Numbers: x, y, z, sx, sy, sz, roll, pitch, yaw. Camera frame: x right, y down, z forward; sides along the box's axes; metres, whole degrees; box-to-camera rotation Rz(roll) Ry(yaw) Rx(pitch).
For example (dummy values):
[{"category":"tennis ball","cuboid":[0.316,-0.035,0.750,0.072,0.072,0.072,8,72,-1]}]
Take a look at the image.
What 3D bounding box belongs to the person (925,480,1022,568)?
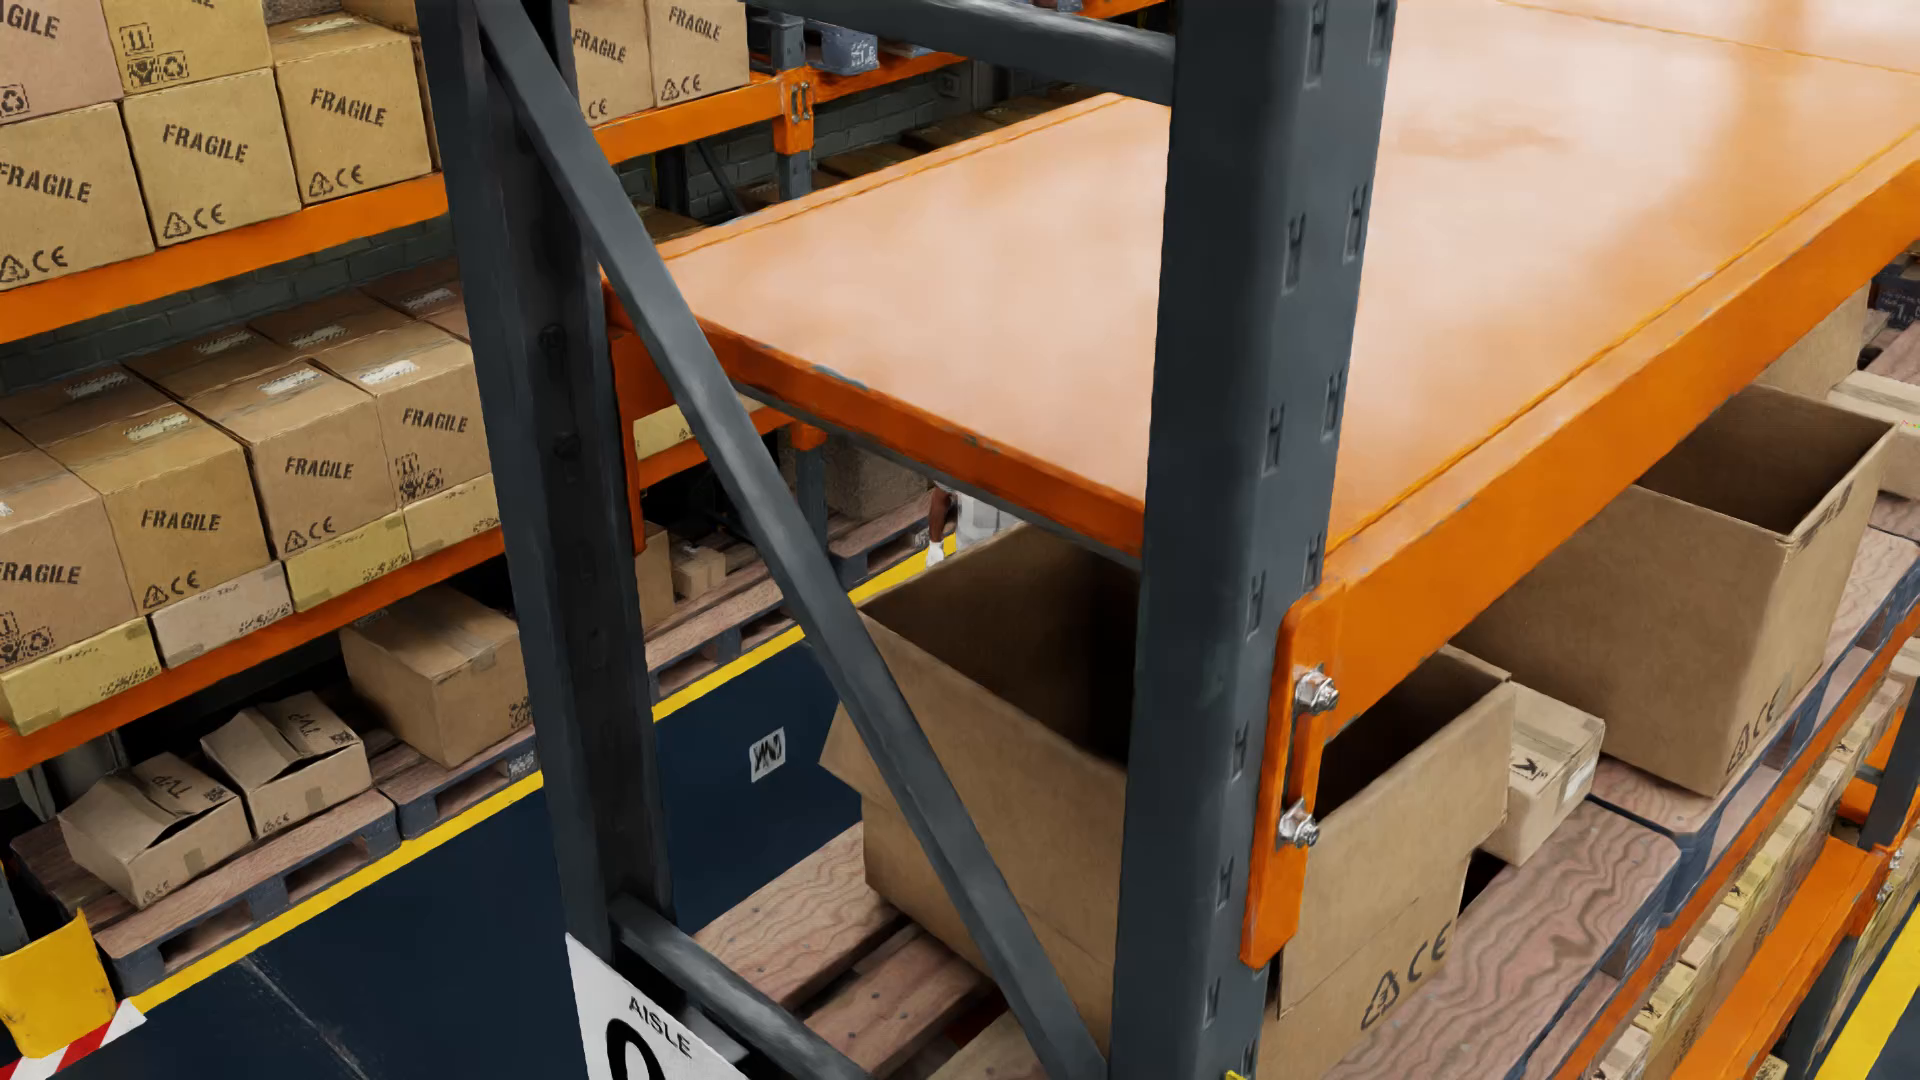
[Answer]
[{"category":"person","cuboid":[0.076,0.008,7.600,0.738,1.779,0.480,3,31,6]}]
